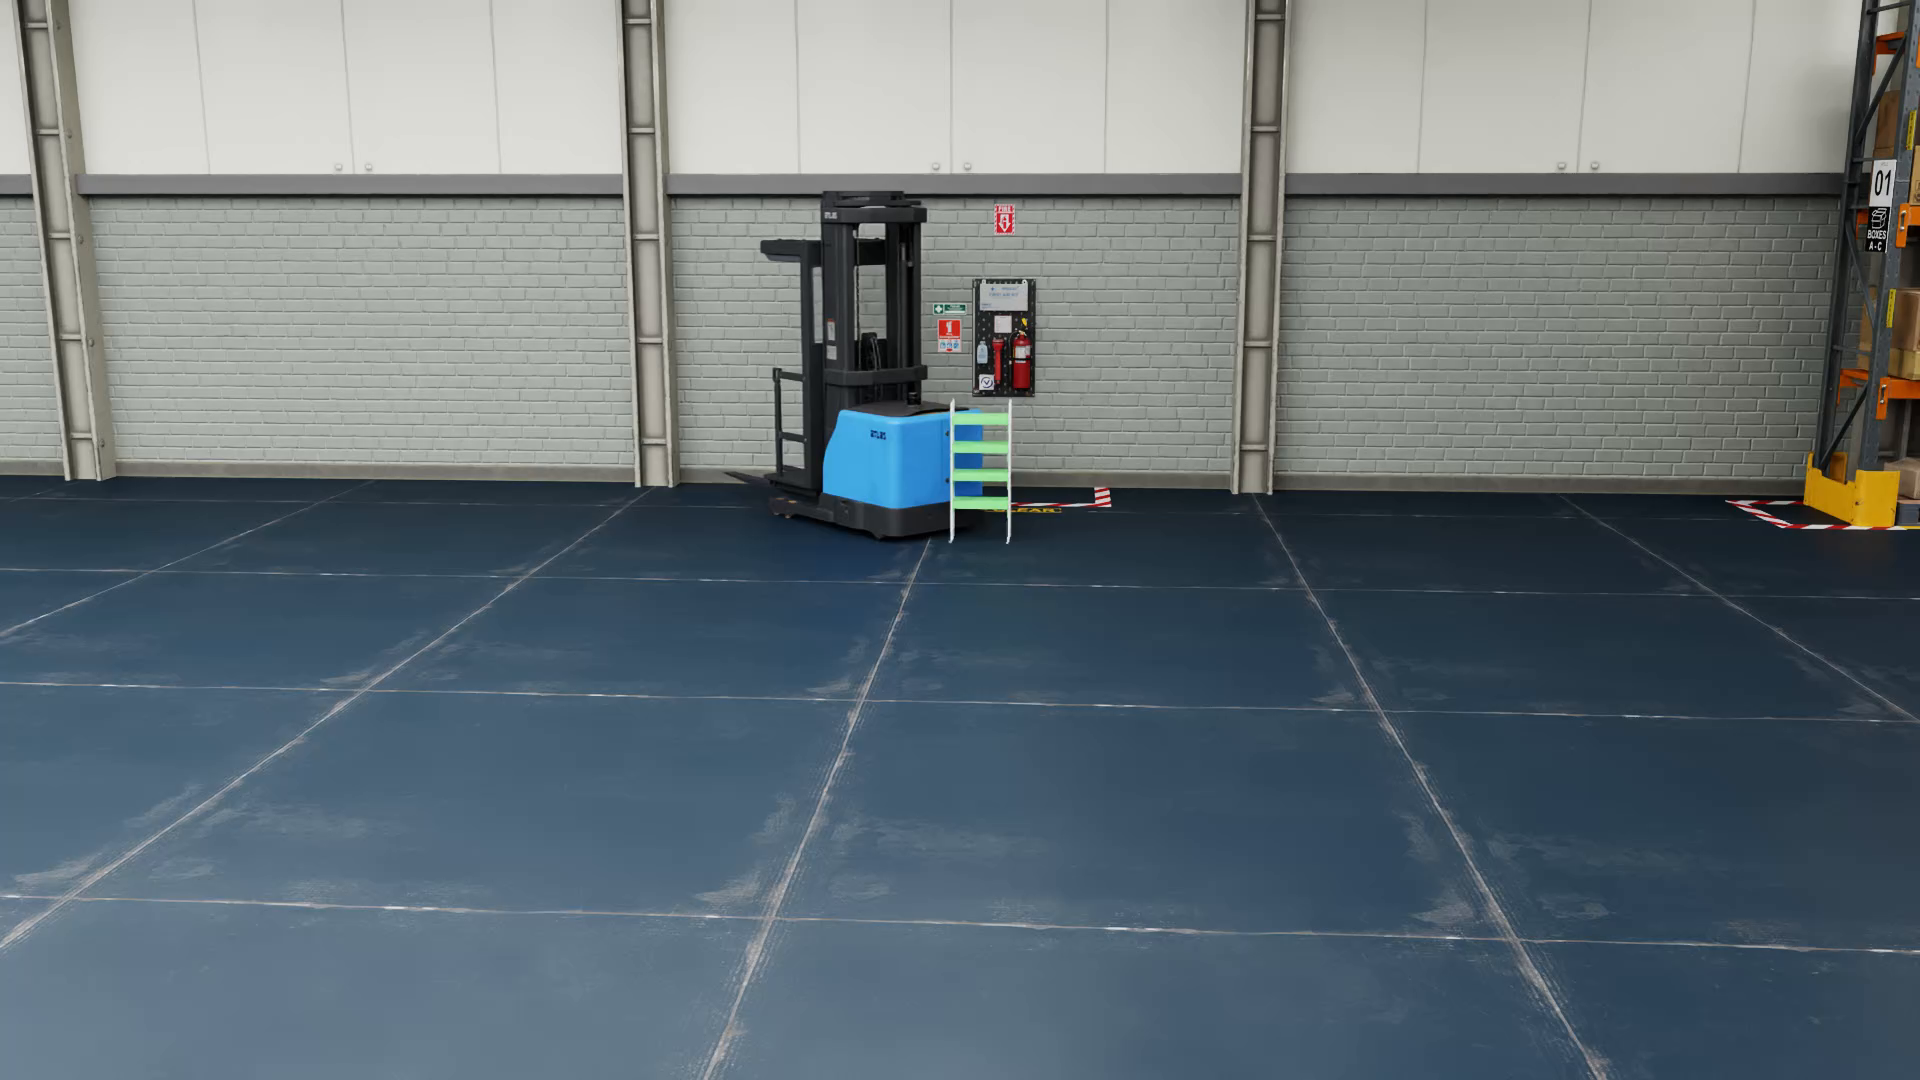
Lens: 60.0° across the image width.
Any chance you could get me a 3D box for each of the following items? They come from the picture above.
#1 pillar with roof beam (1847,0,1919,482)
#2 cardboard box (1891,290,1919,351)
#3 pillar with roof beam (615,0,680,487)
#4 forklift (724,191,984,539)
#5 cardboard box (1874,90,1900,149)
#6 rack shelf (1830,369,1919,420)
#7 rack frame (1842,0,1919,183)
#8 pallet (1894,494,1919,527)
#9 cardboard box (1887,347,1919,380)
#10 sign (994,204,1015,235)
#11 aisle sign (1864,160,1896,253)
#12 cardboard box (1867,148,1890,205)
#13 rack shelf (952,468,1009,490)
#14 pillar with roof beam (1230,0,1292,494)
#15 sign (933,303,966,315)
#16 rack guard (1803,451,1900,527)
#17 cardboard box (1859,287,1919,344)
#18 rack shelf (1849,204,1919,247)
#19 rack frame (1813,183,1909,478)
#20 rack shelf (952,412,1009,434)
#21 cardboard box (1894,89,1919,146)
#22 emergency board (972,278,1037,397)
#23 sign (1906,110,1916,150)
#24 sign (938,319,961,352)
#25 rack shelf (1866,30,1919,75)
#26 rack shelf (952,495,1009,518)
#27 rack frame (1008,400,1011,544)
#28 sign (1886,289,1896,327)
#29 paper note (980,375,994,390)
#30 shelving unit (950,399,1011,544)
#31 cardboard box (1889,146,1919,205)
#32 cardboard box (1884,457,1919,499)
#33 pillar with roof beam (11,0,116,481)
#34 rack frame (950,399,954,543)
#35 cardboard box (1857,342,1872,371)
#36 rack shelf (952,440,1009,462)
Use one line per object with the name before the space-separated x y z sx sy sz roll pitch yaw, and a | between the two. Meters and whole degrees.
pillar with roof beam | 8.602 -3.928 11.066 0.400 9.000 9.100 1 12 4
cardboard box | 8.589 -1.939 14.698 0.500 0.500 0.500 1 12 4
pillar with roof beam | -3.372 -4.092 11.851 0.400 9.000 9.100 1 12 4
forklift | -1.109 -1.689 15.183 1.130 2.935 3.031 -10 15 -38
cardboard box | 8.581 -3.767 14.891 0.500 0.500 0.500 1 12 6
rack shelf | 10.128 -1.324 15.029 4.000 0.370 1.077 1 12 4
rack frame | 8.133 -4.640 14.471 0.127 3.000 1.000 1 12 4
pallet | 9.017 -0.319 15.279 1.213 0.211 1.003 1 12 4
cardboard box | 8.599 -1.568 14.757 0.500 0.250 0.500 0 12 2
sign | 0.438 -3.149 16.337 0.199 0.298 0.001 1 12 4
aisle sign | 8.041 -2.916 14.531 0.004 0.787 0.394 1 12 4
cardboard box | 8.566 -3.276 14.986 0.500 0.500 0.500 2 12 8
rack shelf | 0.177 -0.520 14.137 0.480 0.148 0.258 1 12 3
pillar with roof beam | 2.615 -4.010 11.459 0.400 9.000 9.100 1 12 4
sign | -0.101 -2.298 16.546 0.331 0.109 0.001 1 12 4
rack guard | 8.209 -0.479 15.337 0.348 0.500 1.175 1 12 4
cardboard box | 8.617 -2.044 15.199 0.500 0.500 0.500 1 12 3
rack shelf | 10.128 -2.792 14.721 4.000 0.370 1.077 1 12 4
rack frame | 8.133 -1.704 15.086 0.127 3.000 1.000 1 12 4
rack shelf | 0.178 -0.990 14.039 0.480 0.148 0.258 1 12 3
cardboard box | 8.501 -3.665 14.402 0.500 0.500 0.500 0 12 0
emergency board | 0.439 -1.994 16.476 0.643 1.169 0.194 1 12 4
sign | 8.097 -3.489 14.159 0.005 0.325 0.100 1 12 4
sign | -0.105 -2.040 16.609 0.234 0.329 0.001 1 12 4
rack shelf | 10.128 -4.259 14.415 4.000 0.370 1.077 1 12 4
rack shelf | 0.177 -0.285 14.186 0.480 0.148 0.258 1 12 3
rack frame | 0.421 -0.580 14.110 0.015 1.200 0.240 1 12 3
sign | 8.097 -2.016 14.467 0.005 0.325 0.100 1 12 4
paper note | 0.267 -1.580 16.645 0.142 0.148 0.016 1 12 4
shelving unit | 0.177 -0.583 14.124 0.503 1.200 0.258 1 12 3
cardboard box | 8.450 -3.175 14.500 0.500 0.500 0.500 1 12 5
cardboard box | 8.817 -0.575 15.183 0.500 0.311 0.500 -1 12 -3
pillar with roof beam | -9.358 -4.174 12.243 0.400 9.000 9.100 1 12 4
rack frame | -0.066 -0.586 14.137 0.015 1.200 0.240 1 12 3
cardboard box | 8.612 -1.673 15.258 0.500 0.250 0.500 1 12 5
rack shelf | 0.177 -0.755 14.088 0.480 0.148 0.258 1 12 3
